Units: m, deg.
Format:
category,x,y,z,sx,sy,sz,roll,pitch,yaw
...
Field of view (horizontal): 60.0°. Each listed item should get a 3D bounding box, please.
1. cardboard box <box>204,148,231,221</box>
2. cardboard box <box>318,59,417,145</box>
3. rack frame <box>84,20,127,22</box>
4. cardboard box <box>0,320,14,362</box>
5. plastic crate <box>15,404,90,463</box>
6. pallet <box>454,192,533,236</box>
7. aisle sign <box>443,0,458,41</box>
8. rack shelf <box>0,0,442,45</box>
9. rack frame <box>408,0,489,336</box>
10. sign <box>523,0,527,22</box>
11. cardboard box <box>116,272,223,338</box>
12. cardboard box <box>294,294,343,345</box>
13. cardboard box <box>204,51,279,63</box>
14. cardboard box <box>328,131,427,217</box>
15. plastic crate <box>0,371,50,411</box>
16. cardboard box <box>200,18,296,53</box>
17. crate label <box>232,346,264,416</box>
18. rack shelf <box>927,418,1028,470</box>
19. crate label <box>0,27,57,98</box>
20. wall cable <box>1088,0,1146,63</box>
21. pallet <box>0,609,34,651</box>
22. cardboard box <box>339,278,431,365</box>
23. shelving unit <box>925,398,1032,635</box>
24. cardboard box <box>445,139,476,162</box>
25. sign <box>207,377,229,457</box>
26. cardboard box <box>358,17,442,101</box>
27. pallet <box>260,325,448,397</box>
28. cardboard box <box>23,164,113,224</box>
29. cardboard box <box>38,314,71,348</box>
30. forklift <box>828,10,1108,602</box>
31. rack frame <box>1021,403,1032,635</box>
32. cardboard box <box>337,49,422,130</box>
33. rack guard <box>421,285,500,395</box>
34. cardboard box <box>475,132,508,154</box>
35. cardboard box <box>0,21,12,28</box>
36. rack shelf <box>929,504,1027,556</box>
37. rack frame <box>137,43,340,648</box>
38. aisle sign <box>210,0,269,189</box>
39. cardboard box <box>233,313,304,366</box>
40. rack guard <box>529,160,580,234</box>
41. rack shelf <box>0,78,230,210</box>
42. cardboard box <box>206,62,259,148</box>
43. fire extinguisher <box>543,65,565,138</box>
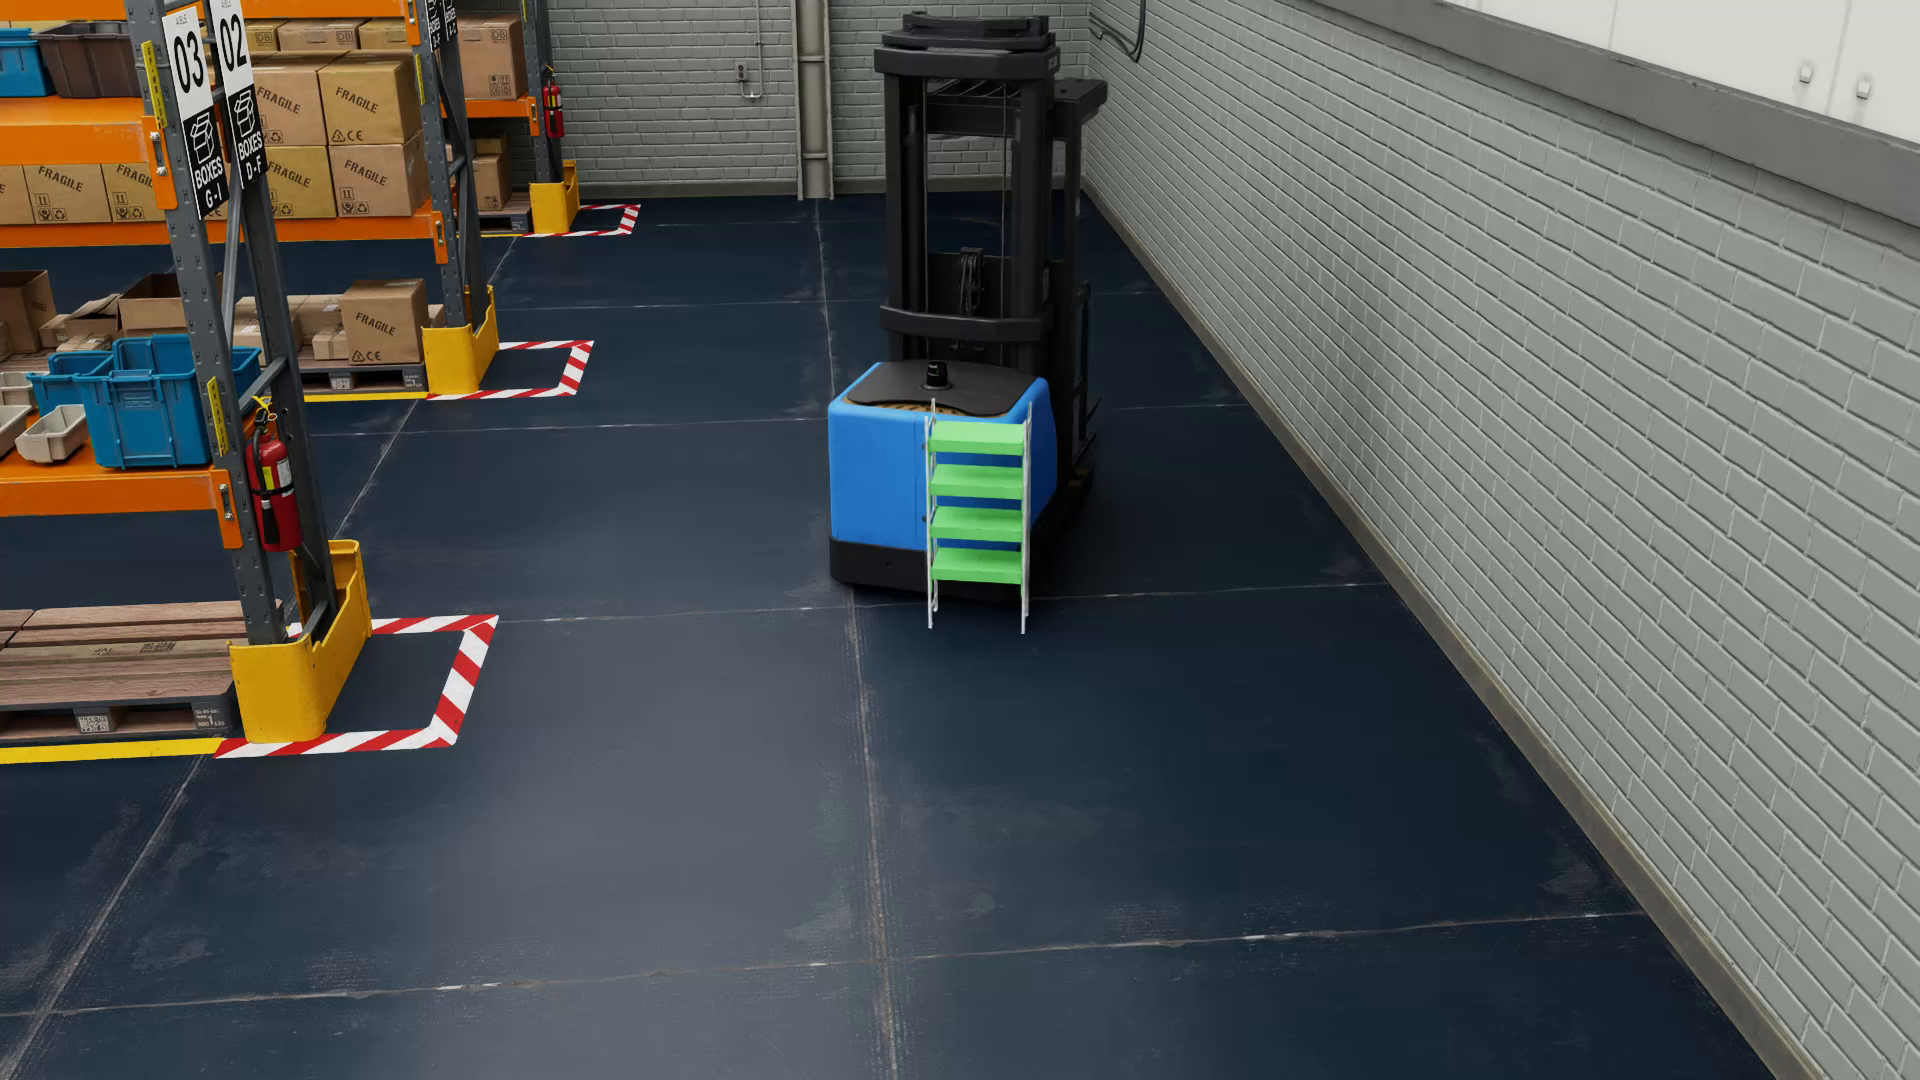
category,x,y,z,sx,sy,sz,roll,pitch,yaw
cardboard box,-5.120,-2.548,11.667,0.500,0.500,0.500,-2,24,-5
cardboard box,-4.104,-3.044,11.551,0.500,0.500,0.500,-3,24,-6
rack frame,-8.159,-4.513,16.210,0.127,3.000,1.000,-2,24,-5
cardboard box,-7.230,-1.412,12.003,0.500,0.311,0.500,-2,24,-5
plastic crate,-3.999,-0.469,7.363,0.243,0.136,0.396,-2,24,-5
pallet,-4.967,-3.335,16.992,1.213,0.211,1.003,-2,24,-5
aisle sign,-3.649,-3.980,11.810,0.004,0.787,0.394,-2,24,-5
rack shelf,-5.678,-3.632,11.422,4.000,0.370,1.077,-2,24,-5
rack frame,-3.688,-2.670,12.065,0.127,3.000,1.000,-2,24,-5
sign,-4.139,-5.090,15.791,0.005,0.325,0.100,-2,24,-5
cardboard box,-5.799,-1.648,12.296,0.637,0.503,0.797,-2,24,-5
cardboard box,-4.755,-1.688,12.698,0.500,0.250,0.500,-2,24,-5
cardboard box,-5.173,-3.220,11.947,0.500,0.500,0.500,-2,24,-4
cardboard box,-4.107,-2.588,11.756,0.500,0.500,0.500,-2,24,-4
plastic crate,-4.485,-0.692,7.864,0.298,0.136,0.250,-2,24,-5
cardboard box,-6.891,-4.692,16.243,0.700,0.700,0.980,-3,24,-6
crate label,-3.483,-0.742,7.859,0.303,0.233,0.416,-2,24,-5
rack shelf,0.094,-0.481,8.317,0.480,0.148,0.258,3,27,7
crate label,-4.155,-2.064,7.192,0.502,0.251,0.408,-2,24,-5
wall cable,1.485,-6.076,16.164,0.112,2.526,3.097,-2,24,-5
pallet,-5.241,0.671,7.981,1.213,0.211,1.003,-2,24,-5
cardboard box,-4.205,-1.608,12.210,0.500,0.500,0.500,-2,24,-5
shelving unit,0.097,-0.110,8.505,0.503,1.200,0.258,3,27,7
cardboard box,-4.975,-3.871,16.529,0.250,0.149,0.380,-3,24,-6
sign,-3.135,-0.521,7.028,0.005,0.325,0.100,-2,24,-5
cardboard box,-5.408,-4.751,16.378,0.700,0.700,0.980,-2,24,-6
pallet,-4.557,-1.361,12.552,1.213,0.211,1.003,-2,24,-5
cardboard box,-6.127,-2.507,11.575,0.500,0.500,0.500,-2,24,-5
cardboard box,-6.762,-1.585,12.592,0.250,0.149,0.380,-2,24,-5
forklift,0.204,-1.585,9.708,1.130,2.935,3.031,7,25,15
rack frame,0.339,-0.097,8.475,0.015,1.200,0.240,3,27,7
cardboard box,-4.155,-3.262,12.041,0.500,0.500,0.500,-2,24,-4
rack guard,-3.764,-1.525,12.565,0.348,0.500,1.175,-2,24,-5
cardboard box,-4.761,-4.036,16.899,0.250,0.149,0.380,-2,24,-5
cardboard box,-9.109,-4.908,15.661,0.500,0.250,0.500,-2,24,-4
rack shelf,0.097,-0.053,8.534,0.480,0.148,0.258,3,27,7
rack frame,-3.205,-0.668,7.560,0.127,3.000,1.000,-2,24,-5
aisle sign,-3.162,-1.979,7.308,0.004,0.787,0.394,-2,24,-5
cardboard box,-5.153,-1.468,12.203,0.500,0.250,0.500,-2,24,-5
rack guard,-4.155,-3.531,17.079,0.348,0.500,1.175,-2,24,-5
rack shelf,-5.195,-1.630,6.917,4.000,0.370,1.077,-2,24,-5
cardboard box,-5.122,-3.001,11.454,0.500,0.500,0.500,-2,24,-4
fire extinguisher,-3.983,-4.286,16.254,0.183,0.674,0.296,-2,24,-5
